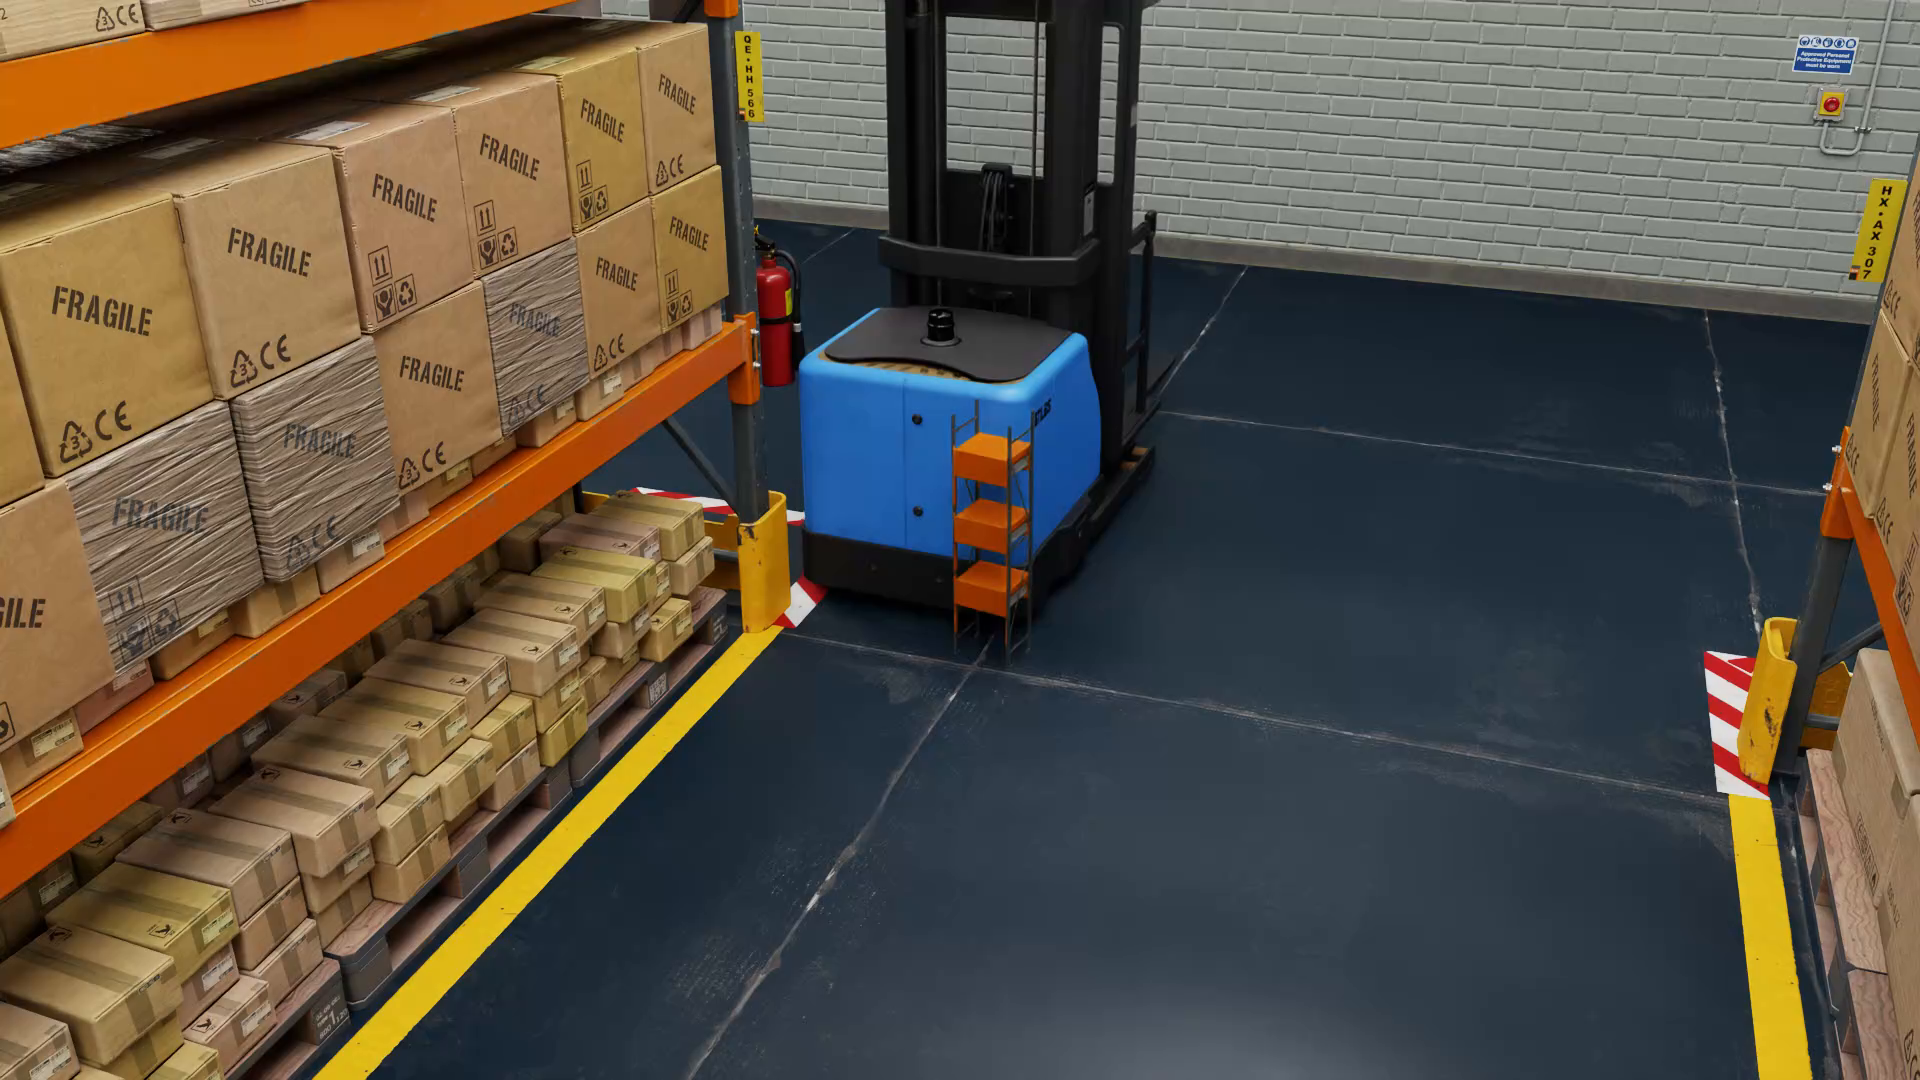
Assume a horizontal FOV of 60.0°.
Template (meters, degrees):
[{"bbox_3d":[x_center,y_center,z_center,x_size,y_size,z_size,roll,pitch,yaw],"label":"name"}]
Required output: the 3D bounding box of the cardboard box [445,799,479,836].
[{"bbox_3d":[-1.793,0.838,5.367,0.380,0.149,0.250,10,27,19],"label":"cardboard box"}]

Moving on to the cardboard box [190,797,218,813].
[{"bbox_3d":[-2.427,0.867,4.965,0.380,0.149,0.250,9,27,19],"label":"cardboard box"}]

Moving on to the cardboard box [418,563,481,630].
[{"bbox_3d":[-1.977,0.183,6.037,0.380,0.149,0.250,7,27,15],"label":"cardboard box"}]

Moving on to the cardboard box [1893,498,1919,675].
[{"bbox_3d":[2.648,0.066,4.057,0.500,0.500,0.500,9,27,17],"label":"cardboard box"}]

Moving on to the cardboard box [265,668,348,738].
[{"bbox_3d":[-2.202,0.514,5.353,0.380,0.149,0.250,9,27,18],"label":"cardboard box"}]

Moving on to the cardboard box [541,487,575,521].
[{"bbox_3d":[-1.789,-0.147,6.718,0.380,0.149,0.250,8,27,15],"label":"cardboard box"}]

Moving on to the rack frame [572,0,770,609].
[{"bbox_3d":[-1.295,-1.139,6.661,1.000,3.000,0.127,9,27,17],"label":"rack frame"}]

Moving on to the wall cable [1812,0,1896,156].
[{"bbox_3d":[5.261,-3.255,9.828,0.585,1.953,0.123,9,27,17],"label":"wall cable"}]

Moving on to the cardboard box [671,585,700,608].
[{"bbox_3d":[-1.273,0.202,6.681,0.380,0.149,0.250,9,27,18],"label":"cardboard box"}]

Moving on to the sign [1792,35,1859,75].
[{"bbox_3d":[5.236,-2.937,10.064,0.327,0.218,0.001,9,27,17],"label":"sign"}]

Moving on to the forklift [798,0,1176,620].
[{"bbox_3d":[0.339,-1.607,7.705,1.130,2.935,3.031,10,28,20],"label":"forklift"}]

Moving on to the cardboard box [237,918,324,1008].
[{"bbox_3d":[-2.042,1.165,4.691,0.380,0.149,0.250,8,27,16],"label":"cardboard box"}]

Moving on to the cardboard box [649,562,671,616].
[{"bbox_3d":[-1.339,0.179,6.386,0.380,0.149,0.250,8,27,16],"label":"cardboard box"}]

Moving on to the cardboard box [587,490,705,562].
[{"bbox_3d":[-1.232,-0.058,6.536,0.380,0.149,0.250,9,27,18],"label":"cardboard box"}]

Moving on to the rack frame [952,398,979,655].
[{"bbox_3d":[0.024,-0.041,6.629,0.008,1.050,0.200,14,29,27],"label":"rack frame"}]

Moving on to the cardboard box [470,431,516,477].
[{"bbox_3d":[-1.648,-0.335,5.287,0.380,0.149,0.250,8,27,15],"label":"cardboard box"}]

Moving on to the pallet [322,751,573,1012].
[{"bbox_3d":[-2.031,0.976,5.493,1.003,0.211,1.213,9,27,17],"label":"pallet"}]

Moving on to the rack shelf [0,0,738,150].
[{"bbox_3d":[-1.960,-1.344,4.466,1.077,0.370,4.000,9,27,17],"label":"rack shelf"}]

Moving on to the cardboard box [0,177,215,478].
[{"bbox_3d":[-2.088,-0.490,3.716,0.500,0.500,0.500,8,27,16],"label":"cardboard box"}]

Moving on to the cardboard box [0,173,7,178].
[{"bbox_3d":[-2.557,-0.570,3.881,0.500,0.500,0.500,8,27,16],"label":"cardboard box"}]

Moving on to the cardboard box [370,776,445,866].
[{"bbox_3d":[-1.807,0.825,5.052,0.380,0.149,0.250,9,27,17],"label":"cardboard box"}]

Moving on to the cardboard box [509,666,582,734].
[{"bbox_3d":[-1.533,0.508,5.707,0.380,0.149,0.250,9,27,18],"label":"cardboard box"}]

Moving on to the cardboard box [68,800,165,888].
[{"bbox_3d":[-2.469,0.838,4.685,0.380,0.149,0.250,10,27,19],"label":"cardboard box"}]

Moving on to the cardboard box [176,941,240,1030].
[{"bbox_3d":[-2.157,1.140,4.402,0.380,0.149,0.250,9,27,17],"label":"cardboard box"}]

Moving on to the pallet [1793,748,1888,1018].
[{"bbox_3d":[3.215,1.132,5.169,1.003,0.211,1.213,9,27,17],"label":"pallet"}]

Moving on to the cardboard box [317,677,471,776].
[{"bbox_3d":[-1.772,0.581,5.215,0.380,0.149,0.250,9,27,18],"label":"cardboard box"}]

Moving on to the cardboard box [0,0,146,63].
[{"bbox_3d":[-2.065,-1.137,3.386,0.500,0.250,0.500,8,27,17],"label":"cardboard box"}]

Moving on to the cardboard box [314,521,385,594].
[{"bbox_3d":[-1.830,0.001,4.595,0.380,0.149,0.250,10,28,20],"label":"cardboard box"}]

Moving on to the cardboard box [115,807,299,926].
[{"bbox_3d":[-2.065,0.893,4.570,0.380,0.149,0.250,8,27,16],"label":"cardboard box"}]

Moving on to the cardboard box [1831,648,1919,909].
[{"bbox_3d":[3.282,0.787,5.141,0.875,0.438,0.875,8,27,16],"label":"cardboard box"}]

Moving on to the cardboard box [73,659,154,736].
[{"bbox_3d":[-2.168,0.315,3.946,0.380,0.149,0.250,8,27,15],"label":"cardboard box"}]

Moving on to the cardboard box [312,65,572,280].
[{"bbox_3d":[-1.545,-1.121,5.019,0.500,0.500,0.500,10,28,20],"label":"cardboard box"}]

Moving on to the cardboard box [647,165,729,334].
[{"bbox_3d":[-1.201,-1.096,6.116,0.500,0.500,0.500,9,27,18],"label":"cardboard box"}]

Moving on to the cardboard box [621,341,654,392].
[{"bbox_3d":[-1.324,-0.649,5.937,0.380,0.149,0.250,8,27,17],"label":"cardboard box"}]

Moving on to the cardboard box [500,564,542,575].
[{"bbox_3d":[-1.855,0.104,6.542,0.380,0.149,0.250,9,27,17],"label":"cardboard box"}]

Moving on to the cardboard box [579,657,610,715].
[{"bbox_3d":[-1.502,0.521,6.021,0.380,0.149,0.250,9,27,18],"label":"cardboard box"}]

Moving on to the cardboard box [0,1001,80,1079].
[{"bbox_3d":[-2.316,1.219,3.896,0.380,0.149,0.250,10,28,20],"label":"cardboard box"}]

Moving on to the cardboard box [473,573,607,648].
[{"bbox_3d":[-1.482,0.259,5.881,0.380,0.149,0.250,8,27,15],"label":"cardboard box"}]

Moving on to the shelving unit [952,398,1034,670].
[{"bbox_3d":[0.130,-0.015,6.574,0.252,1.050,0.215,14,29,27],"label":"shelving unit"}]

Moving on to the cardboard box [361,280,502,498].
[{"bbox_3d":[-1.713,-0.472,4.827,0.500,0.500,0.500,10,28,20],"label":"cardboard box"}]

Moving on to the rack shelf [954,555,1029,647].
[{"bbox_3d":[0.132,0.244,6.700,0.240,0.259,0.215,14,29,27],"label":"rack shelf"}]

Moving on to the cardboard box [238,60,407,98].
[{"bbox_3d":[-2.050,-1.203,5.190,0.500,0.500,0.500,8,27,16],"label":"cardboard box"}]

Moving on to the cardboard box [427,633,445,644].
[{"bbox_3d":[-2.040,0.429,5.869,0.380,0.149,0.250,7,27,15],"label":"cardboard box"}]

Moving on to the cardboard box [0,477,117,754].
[{"bbox_3d":[-2.223,0.159,3.524,0.500,0.500,0.500,8,27,16],"label":"cardboard box"}]
